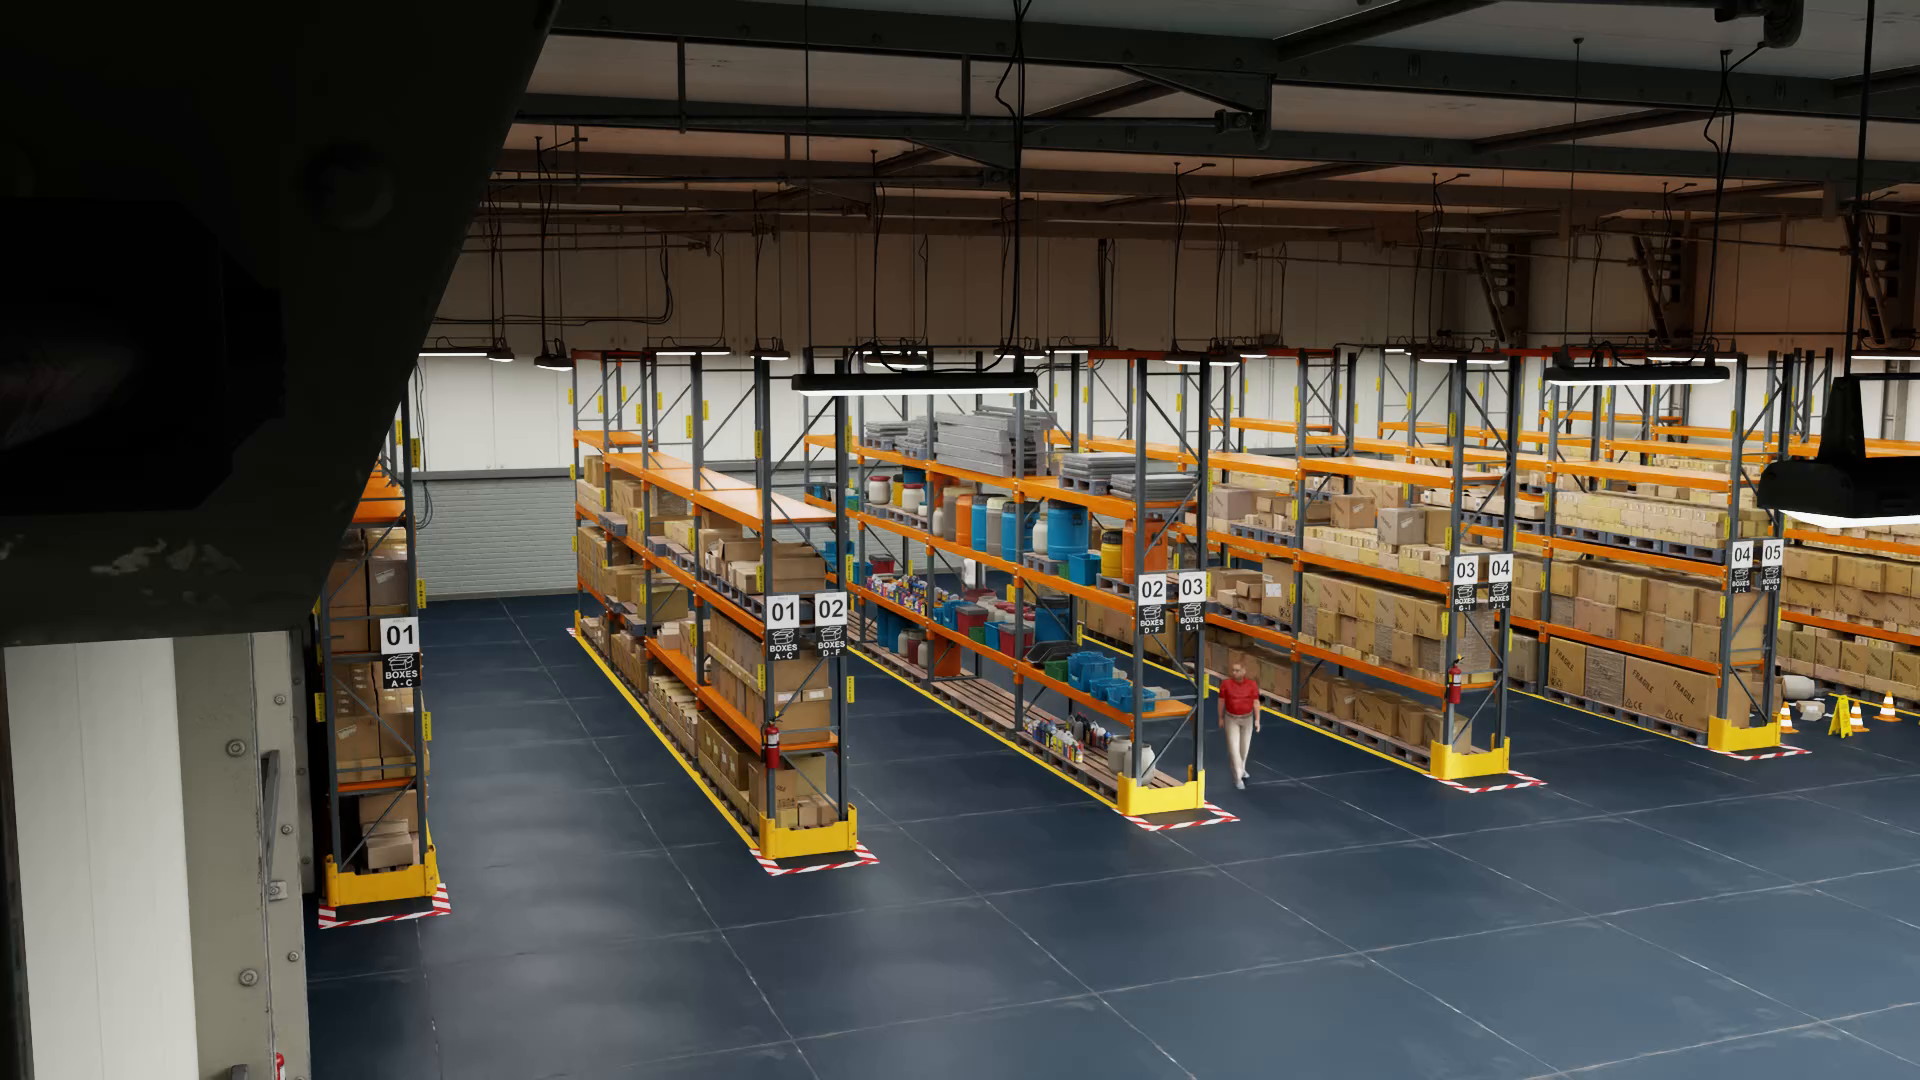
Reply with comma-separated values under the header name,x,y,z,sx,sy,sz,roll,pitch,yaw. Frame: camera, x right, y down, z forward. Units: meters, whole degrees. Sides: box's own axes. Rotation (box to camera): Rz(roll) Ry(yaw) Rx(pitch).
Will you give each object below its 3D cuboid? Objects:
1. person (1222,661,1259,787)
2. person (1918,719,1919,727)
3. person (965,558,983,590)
name,x,y,z,sx,sy,sz,roll,pitch,yaw
person,3.951,2.572,23.537,0.576,1.726,0.765,5,9,34
person,14.527,2.429,24.624,0.428,1.698,0.454,0,7,-4
person,0.302,0.955,36.092,0.398,1.787,0.574,-3,8,-26
